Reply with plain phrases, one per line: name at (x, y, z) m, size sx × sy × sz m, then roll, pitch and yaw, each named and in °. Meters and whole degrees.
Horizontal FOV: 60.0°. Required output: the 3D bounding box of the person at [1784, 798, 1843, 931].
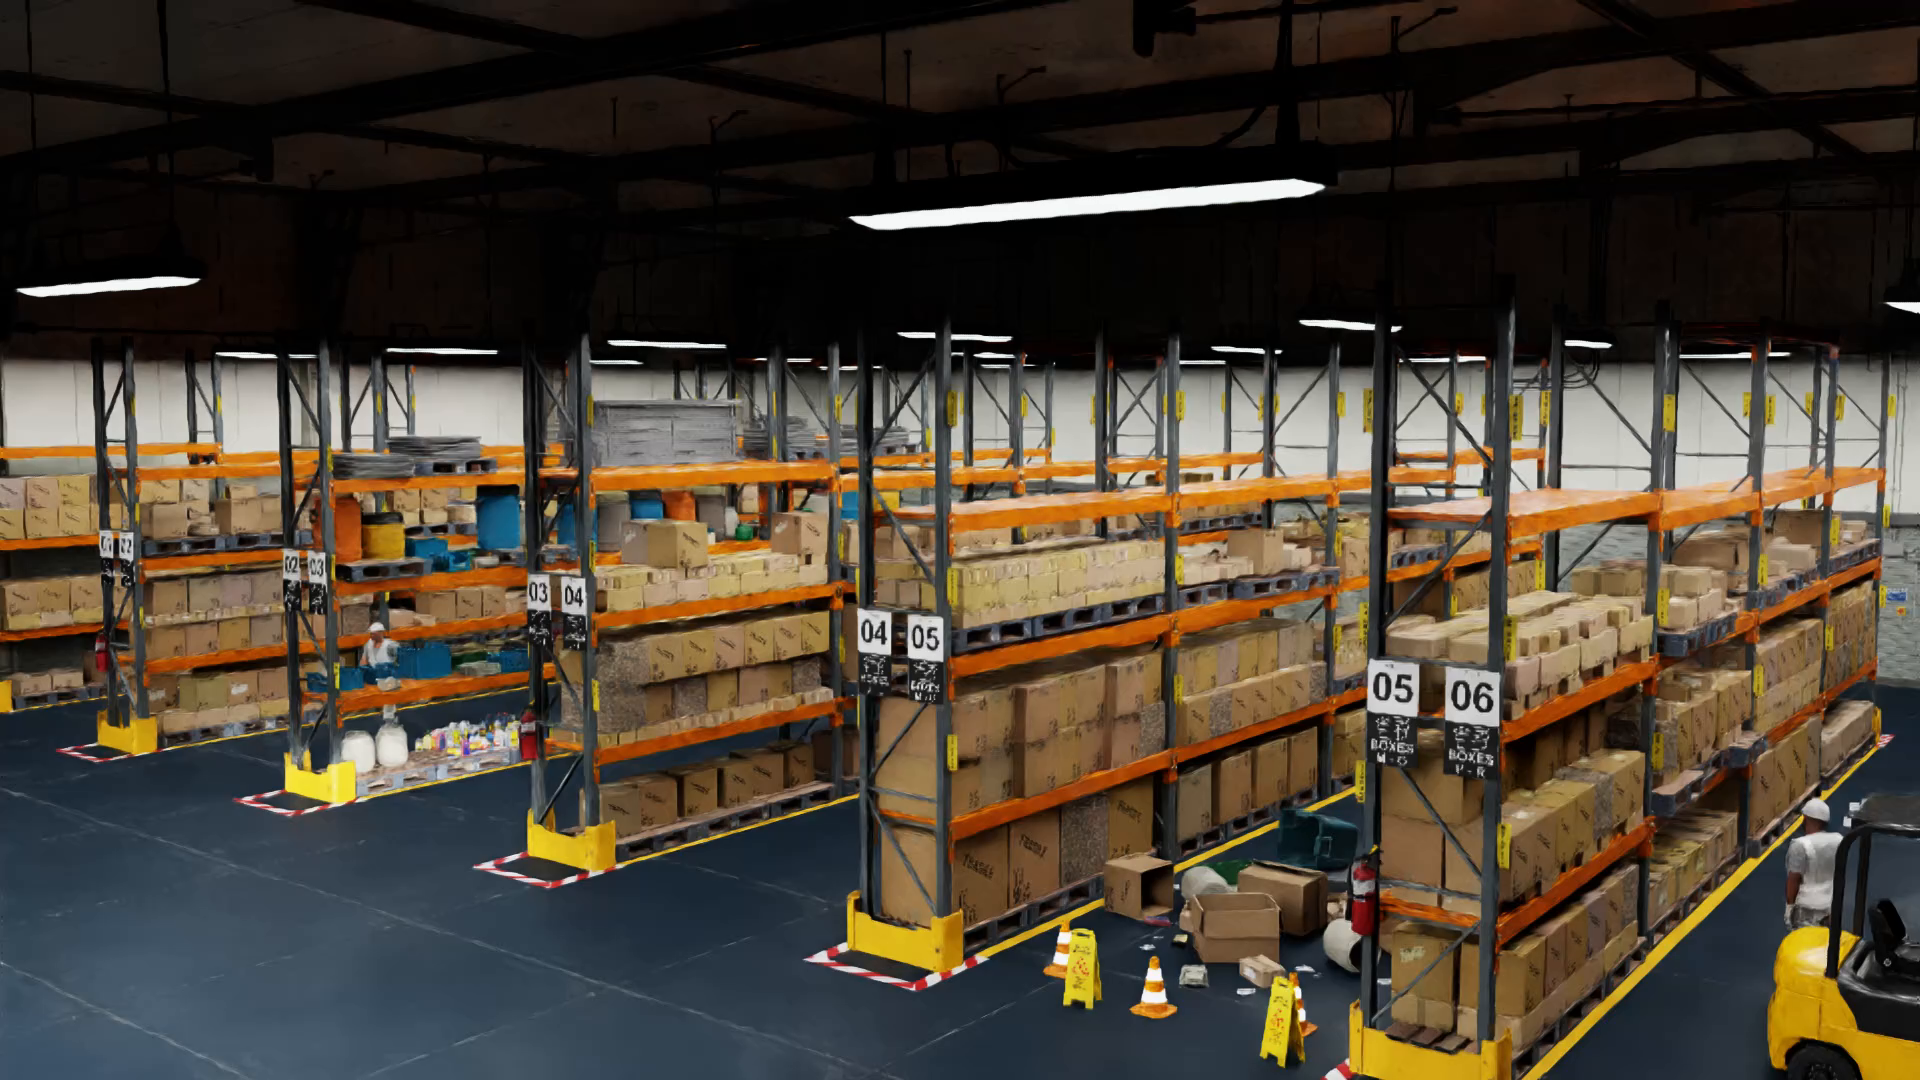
person at (7.104, 3.043, 13.973) m, size 0.614 × 1.784 × 0.498 m, roll -2°, pitch 5°, yaw -23°

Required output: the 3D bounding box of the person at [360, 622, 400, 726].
person at (-8.789, 2.086, 25.421) m, size 0.684 × 1.715 × 0.841 m, roll 2°, pitch 5°, yaw 21°
